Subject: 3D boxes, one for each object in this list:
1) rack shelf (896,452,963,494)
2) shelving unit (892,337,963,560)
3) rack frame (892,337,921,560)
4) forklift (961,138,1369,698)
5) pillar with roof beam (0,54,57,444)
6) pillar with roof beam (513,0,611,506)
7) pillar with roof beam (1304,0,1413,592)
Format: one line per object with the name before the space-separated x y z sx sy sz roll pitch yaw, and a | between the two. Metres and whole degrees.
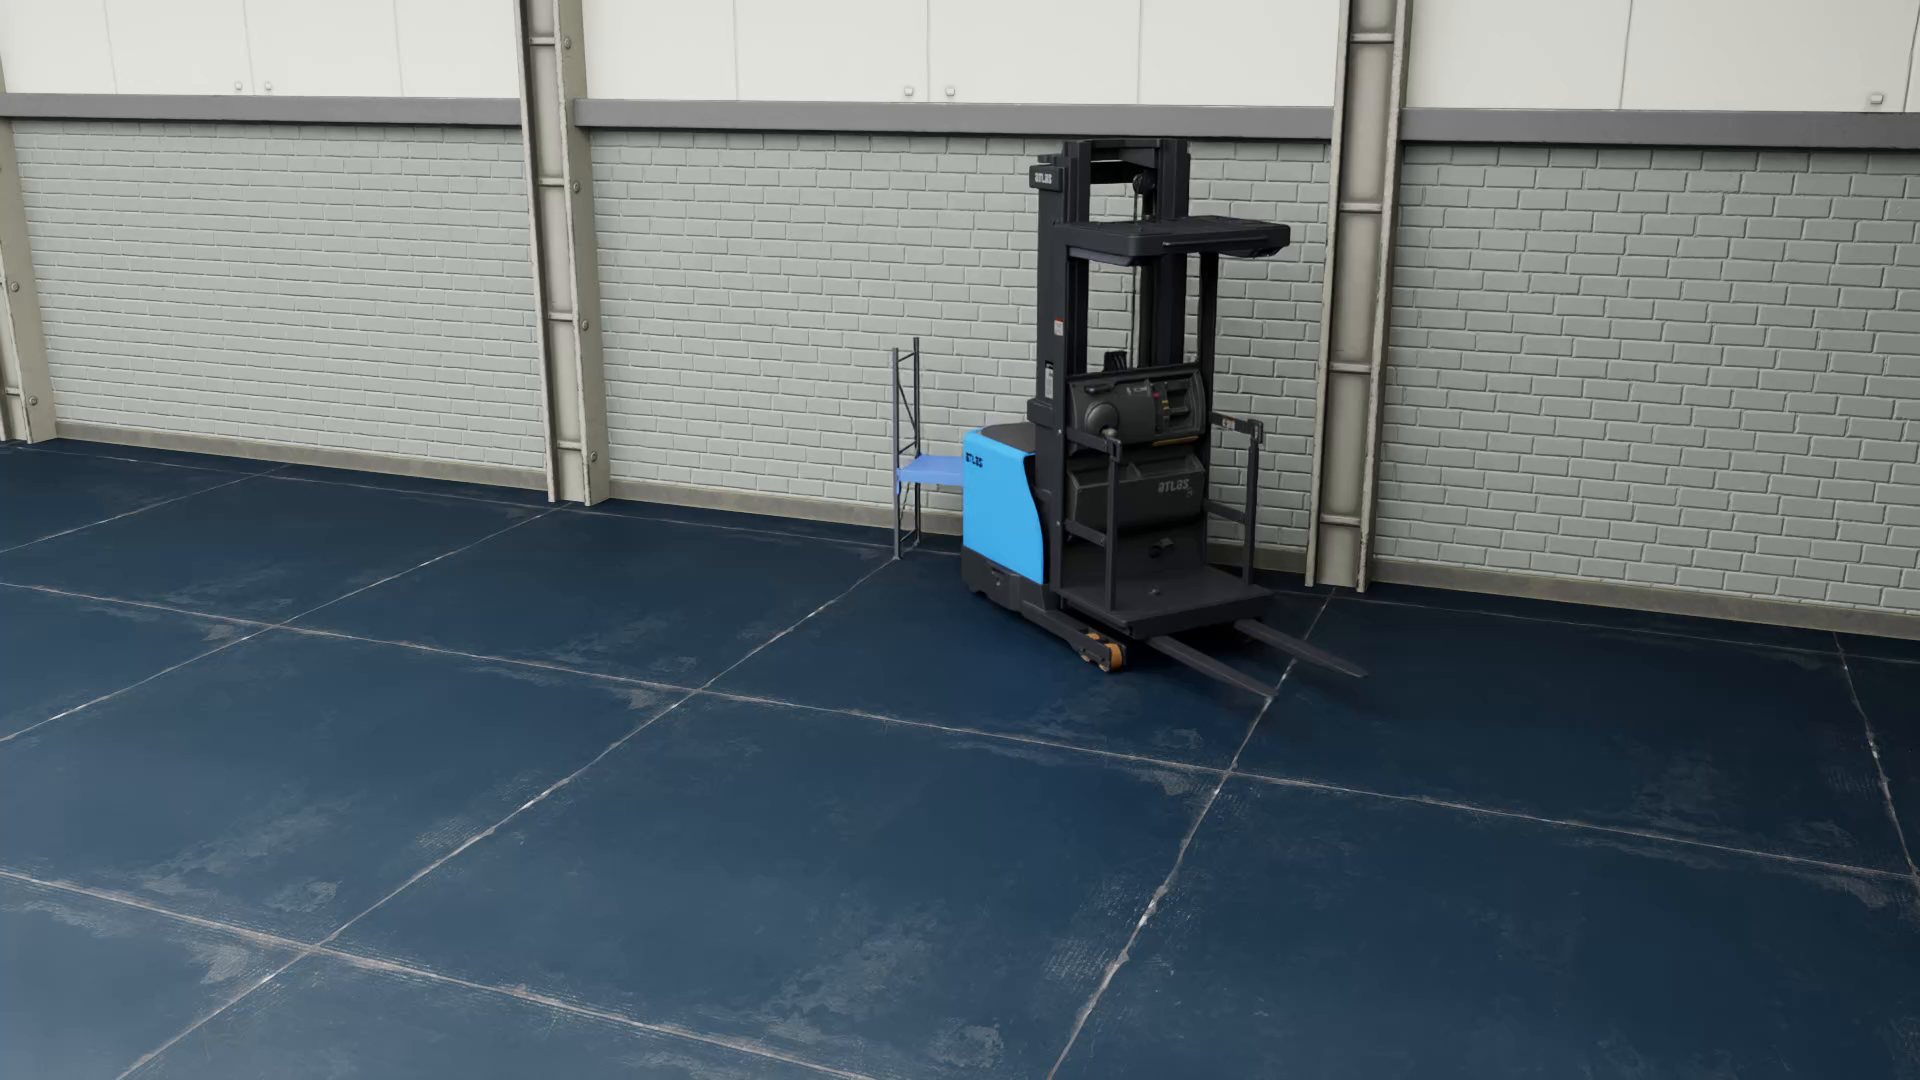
rack shelf | 0.112 -0.435 11.626 1.000 0.185 0.538 5 17 16
shelving unit | 0.112 -0.607 11.576 1.048 1.500 0.538 5 17 16
rack frame | -0.374 -0.649 11.719 0.032 1.500 0.500 5 17 16
forklift | 1.161 -0.795 9.655 1.130 2.935 3.031 -9 18 -28
pillar with roof beam | -10.198 -4.147 10.316 0.400 9.000 9.100 6 17 21
pillar with roof beam | -4.617 -3.533 8.202 0.400 9.000 9.100 6 17 21
pillar with roof beam | 0.965 -2.919 6.088 0.400 9.000 9.100 6 17 21
